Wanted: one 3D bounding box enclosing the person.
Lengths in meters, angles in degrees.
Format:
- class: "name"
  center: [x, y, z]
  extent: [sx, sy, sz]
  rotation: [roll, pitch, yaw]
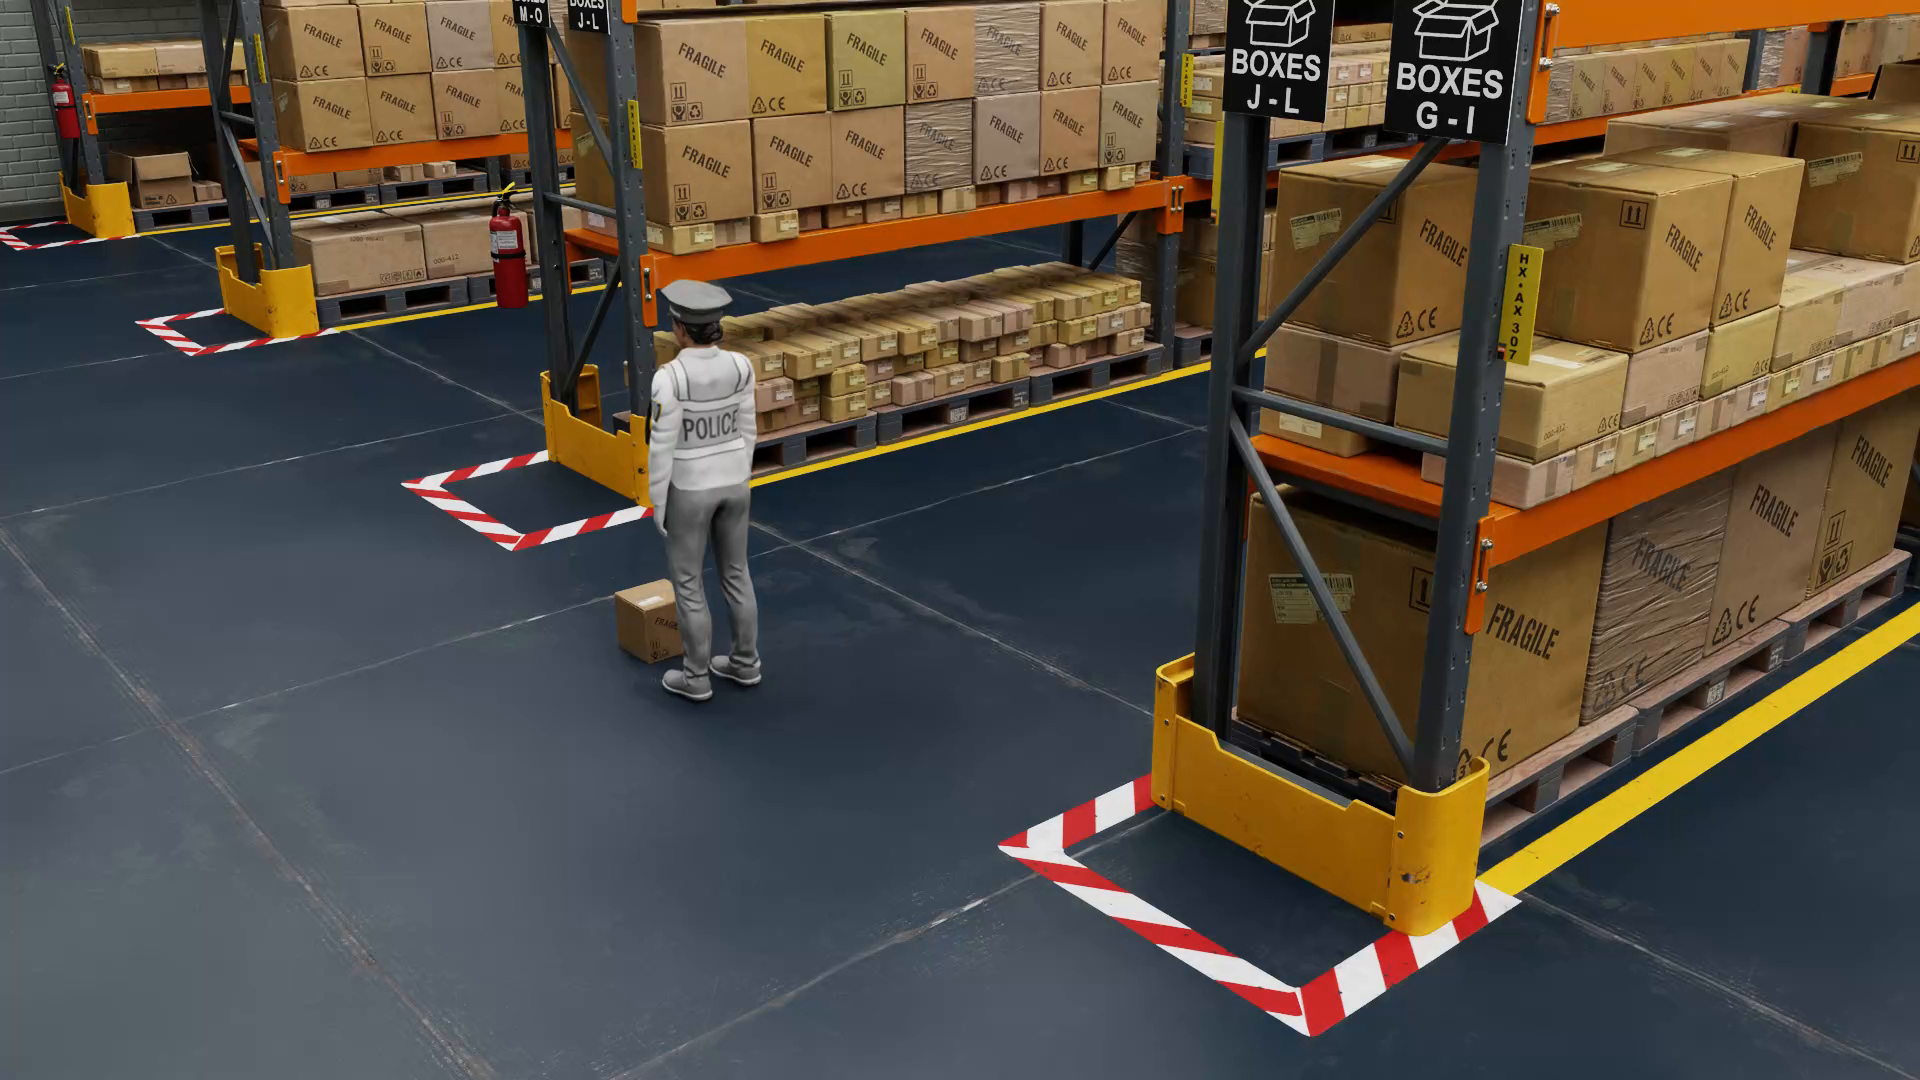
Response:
- class: "person"
  center: [-1.015, -0.185, 6.542]
  extent: [0.468, 1.678, 0.329]
  rotation: [-16, 26, -36]
